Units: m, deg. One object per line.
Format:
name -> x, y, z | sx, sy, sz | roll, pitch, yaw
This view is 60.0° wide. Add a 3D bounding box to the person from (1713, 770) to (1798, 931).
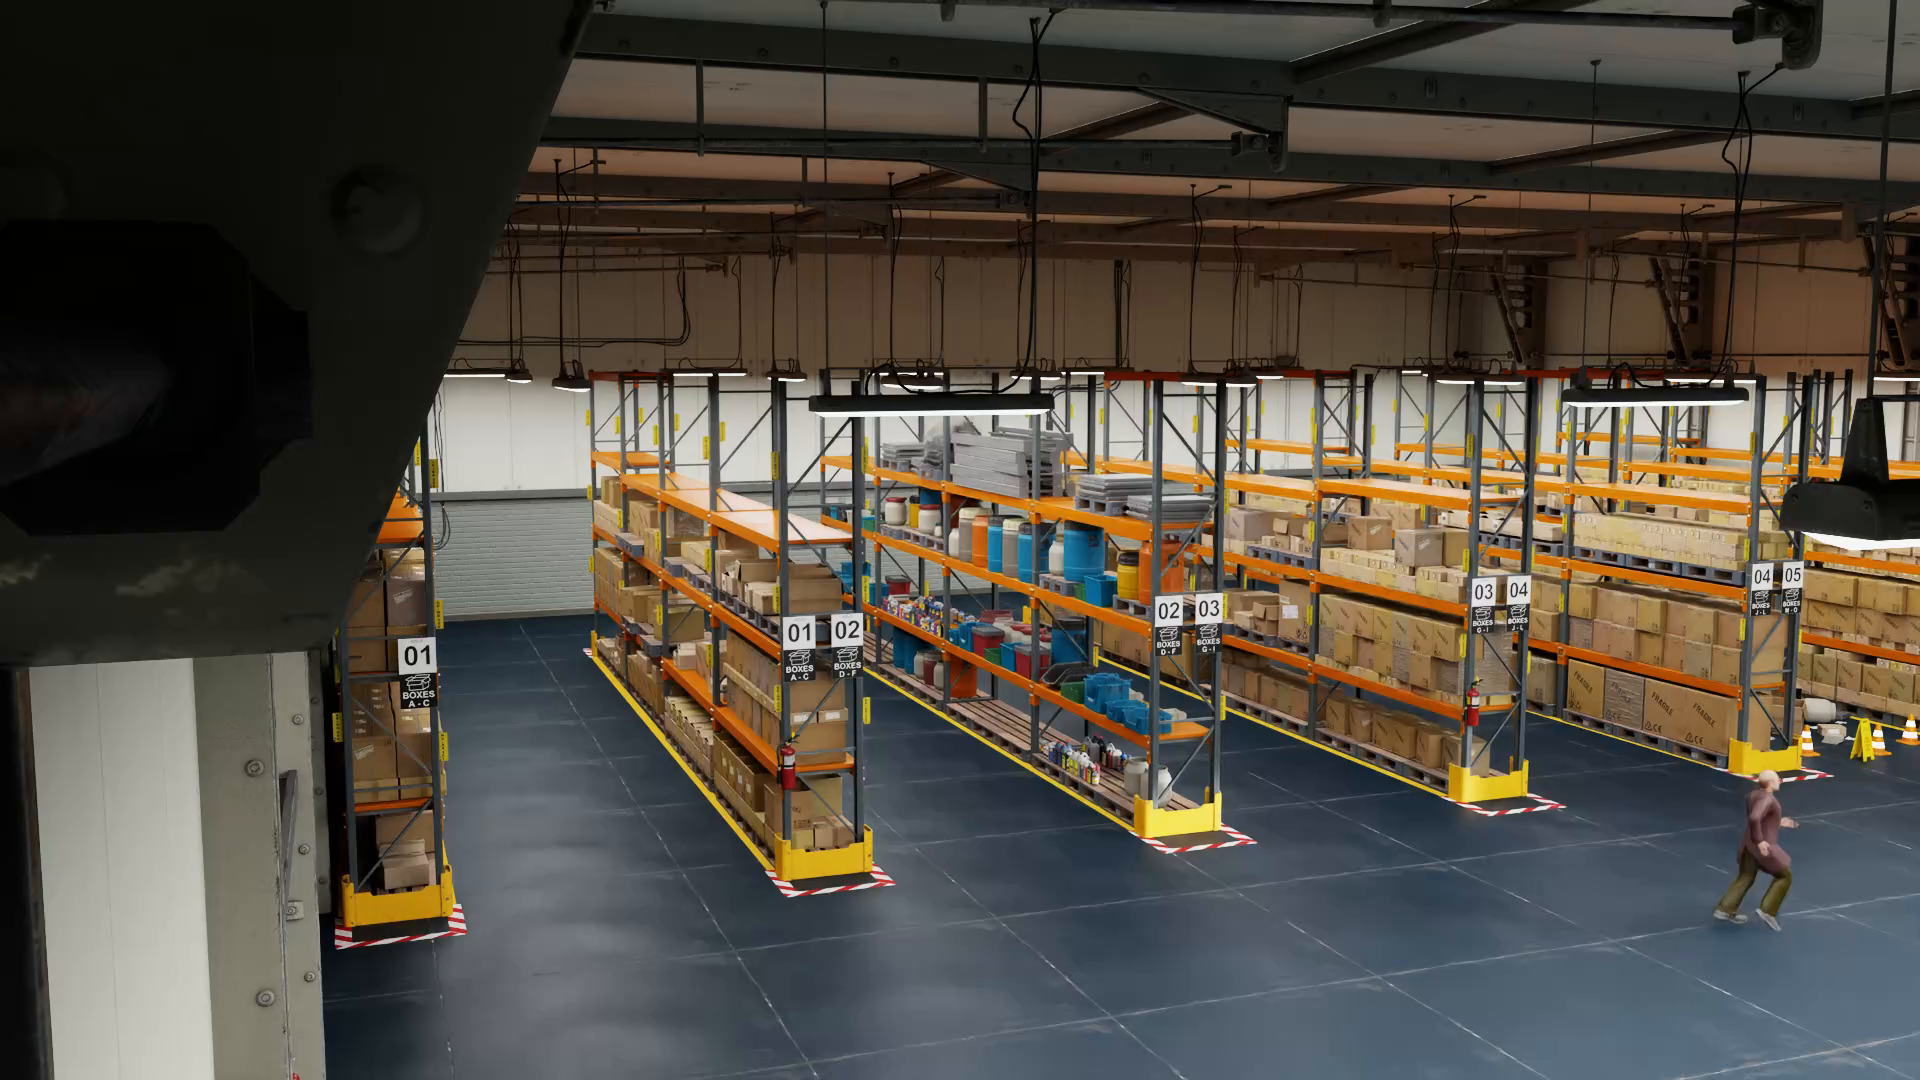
person -> 8.814, 3.426, 18.342 | 0.909, 1.814, 0.613 | 0, 6, -4
